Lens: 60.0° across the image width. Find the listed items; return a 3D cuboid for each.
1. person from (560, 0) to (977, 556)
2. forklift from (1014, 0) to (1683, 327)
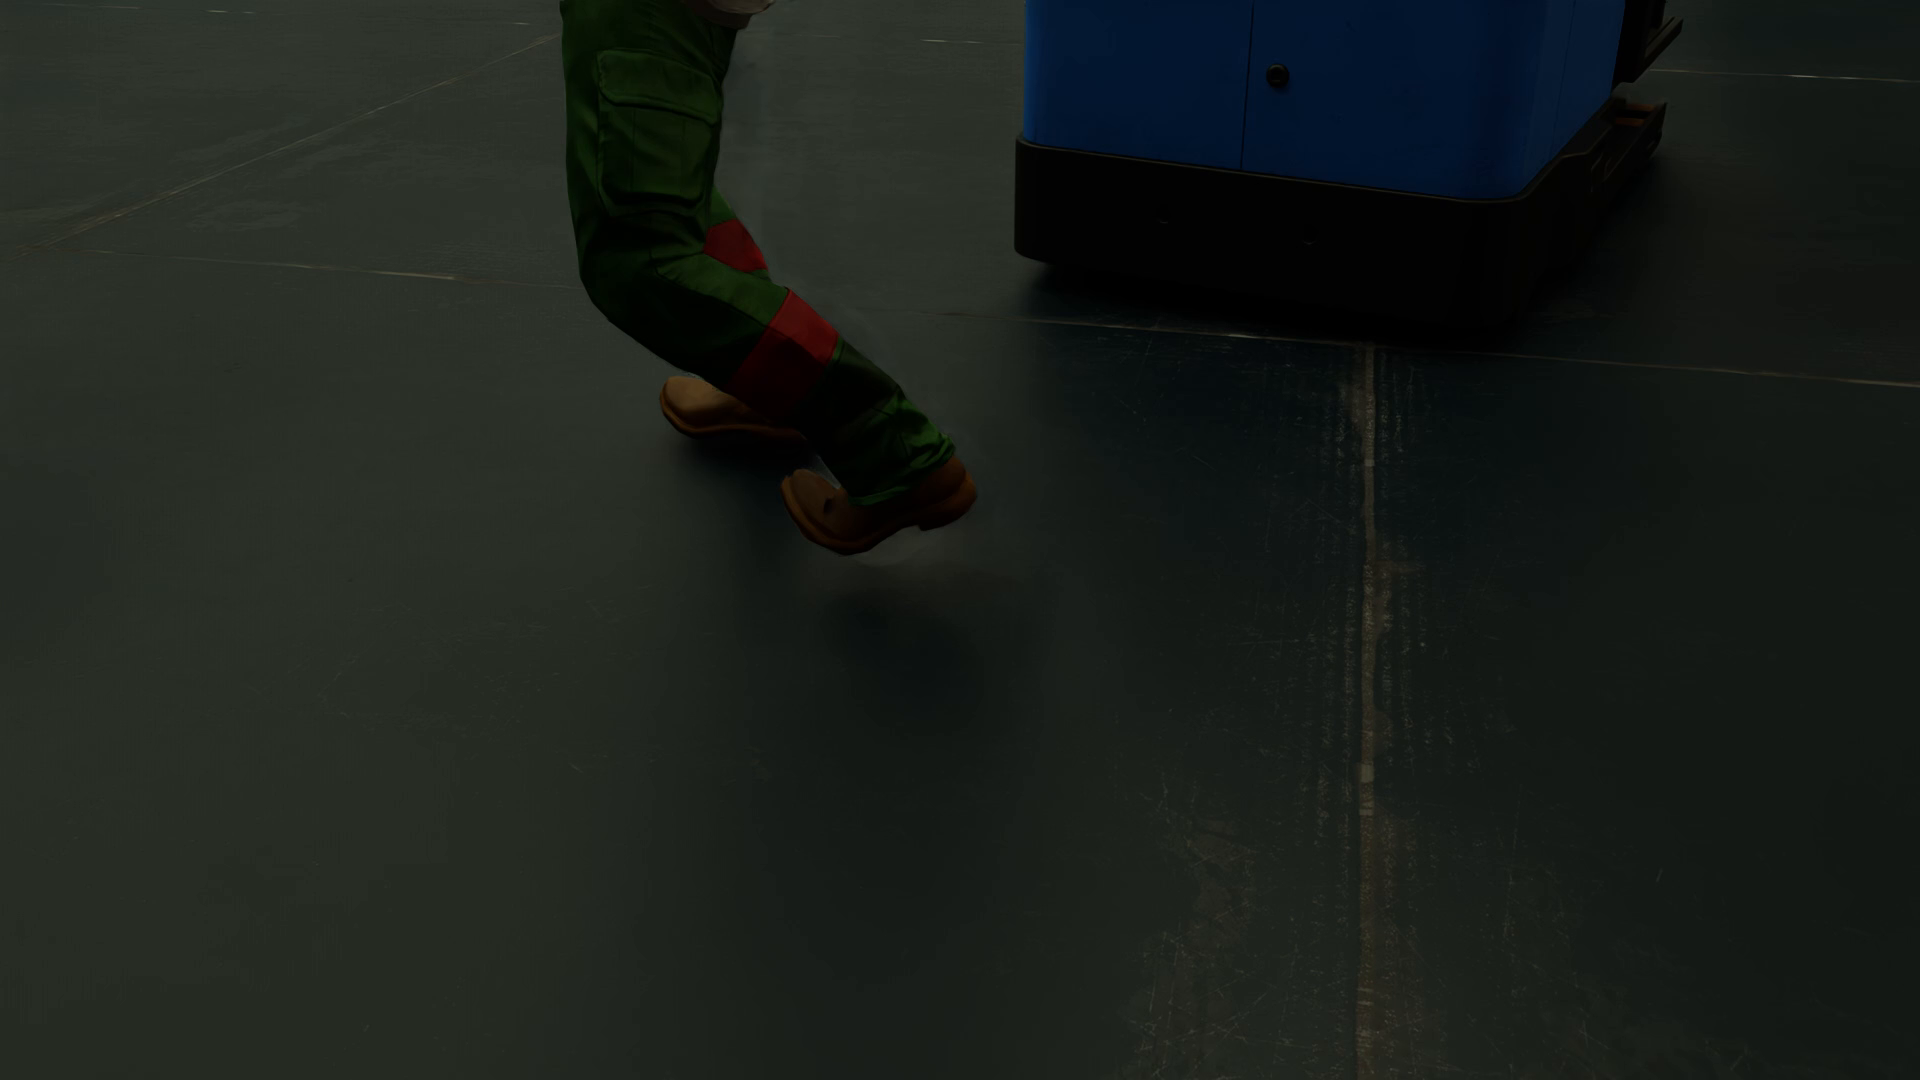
[{"bbox_3d":[-0.365,-0.845,2.420,0.779,1.540,1.042,0,27,0],"label":"person"},{"bbox_3d":[1.265,-2.340,3.884,1.130,2.935,3.031,14,30,25],"label":"forklift"}]
